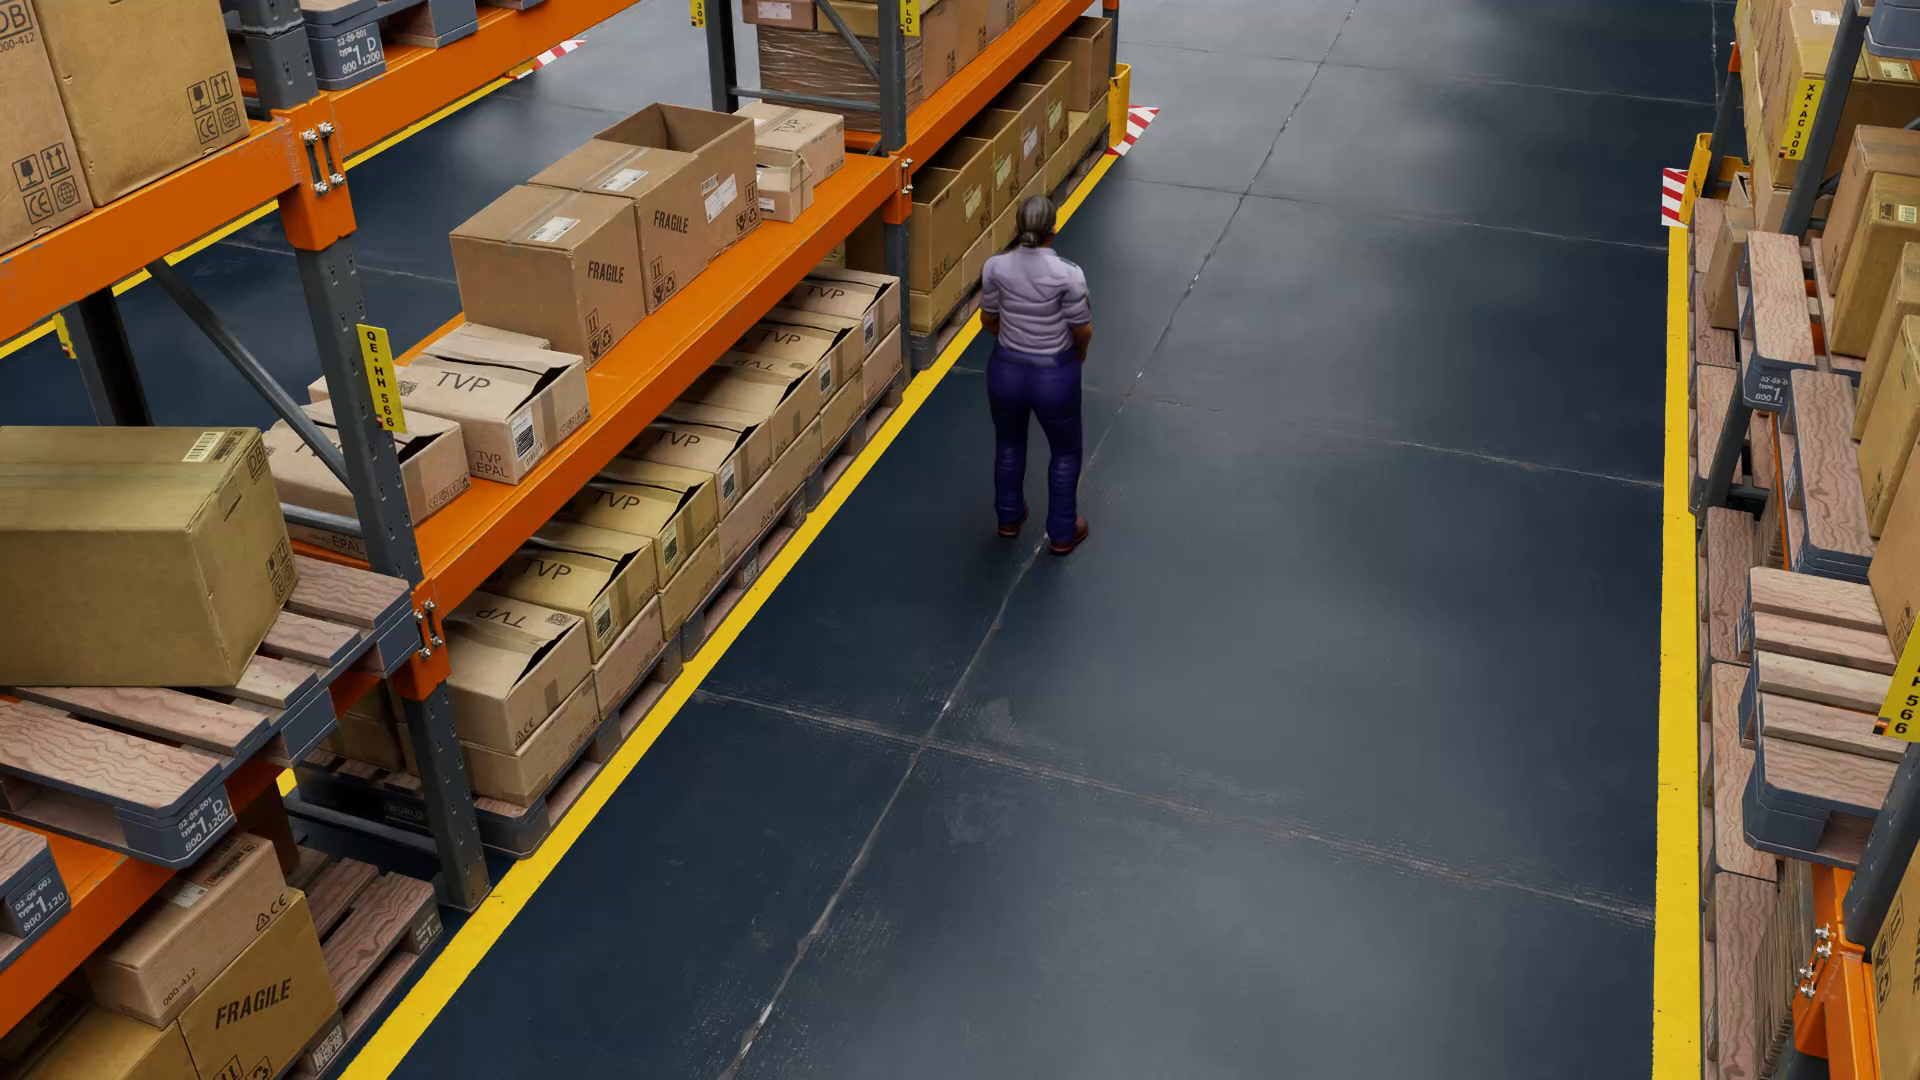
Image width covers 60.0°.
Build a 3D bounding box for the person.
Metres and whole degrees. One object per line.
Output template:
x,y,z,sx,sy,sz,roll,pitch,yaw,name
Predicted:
0.339,-0.723,7.252,0.498,1.640,0.450,11,35,16,person
